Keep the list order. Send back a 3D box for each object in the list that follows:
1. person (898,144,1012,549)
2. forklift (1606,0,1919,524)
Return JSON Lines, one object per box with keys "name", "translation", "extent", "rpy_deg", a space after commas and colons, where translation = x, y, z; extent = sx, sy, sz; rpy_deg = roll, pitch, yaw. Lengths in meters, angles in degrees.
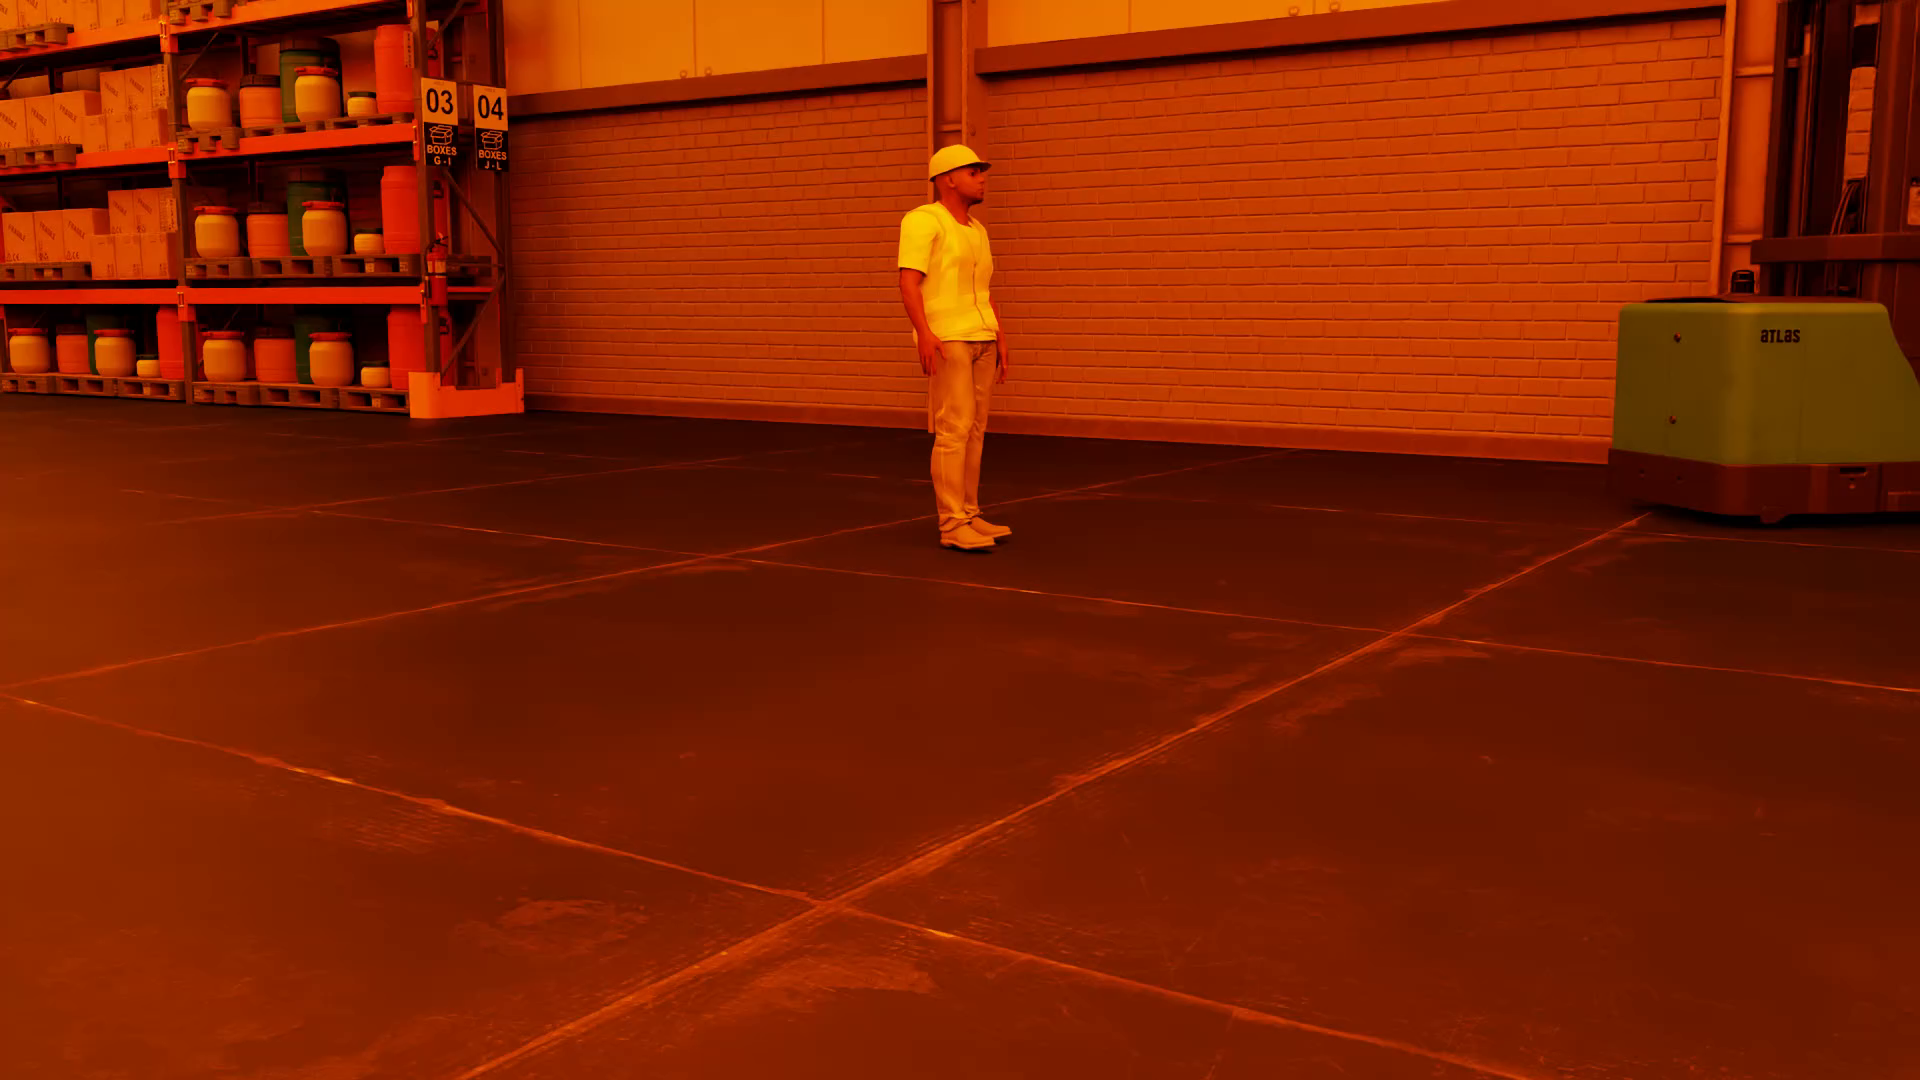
{"name": "person", "translation": [0.054, -0.876, 7.435], "extent": [0.577, 1.765, 0.665], "rpy_deg": [5, 10, 34]}
{"name": "forklift", "translation": [5.003, -1.609, 8.510], "extent": [3.031, 2.935, 1.130], "rpy_deg": [-2, 8, -12]}
